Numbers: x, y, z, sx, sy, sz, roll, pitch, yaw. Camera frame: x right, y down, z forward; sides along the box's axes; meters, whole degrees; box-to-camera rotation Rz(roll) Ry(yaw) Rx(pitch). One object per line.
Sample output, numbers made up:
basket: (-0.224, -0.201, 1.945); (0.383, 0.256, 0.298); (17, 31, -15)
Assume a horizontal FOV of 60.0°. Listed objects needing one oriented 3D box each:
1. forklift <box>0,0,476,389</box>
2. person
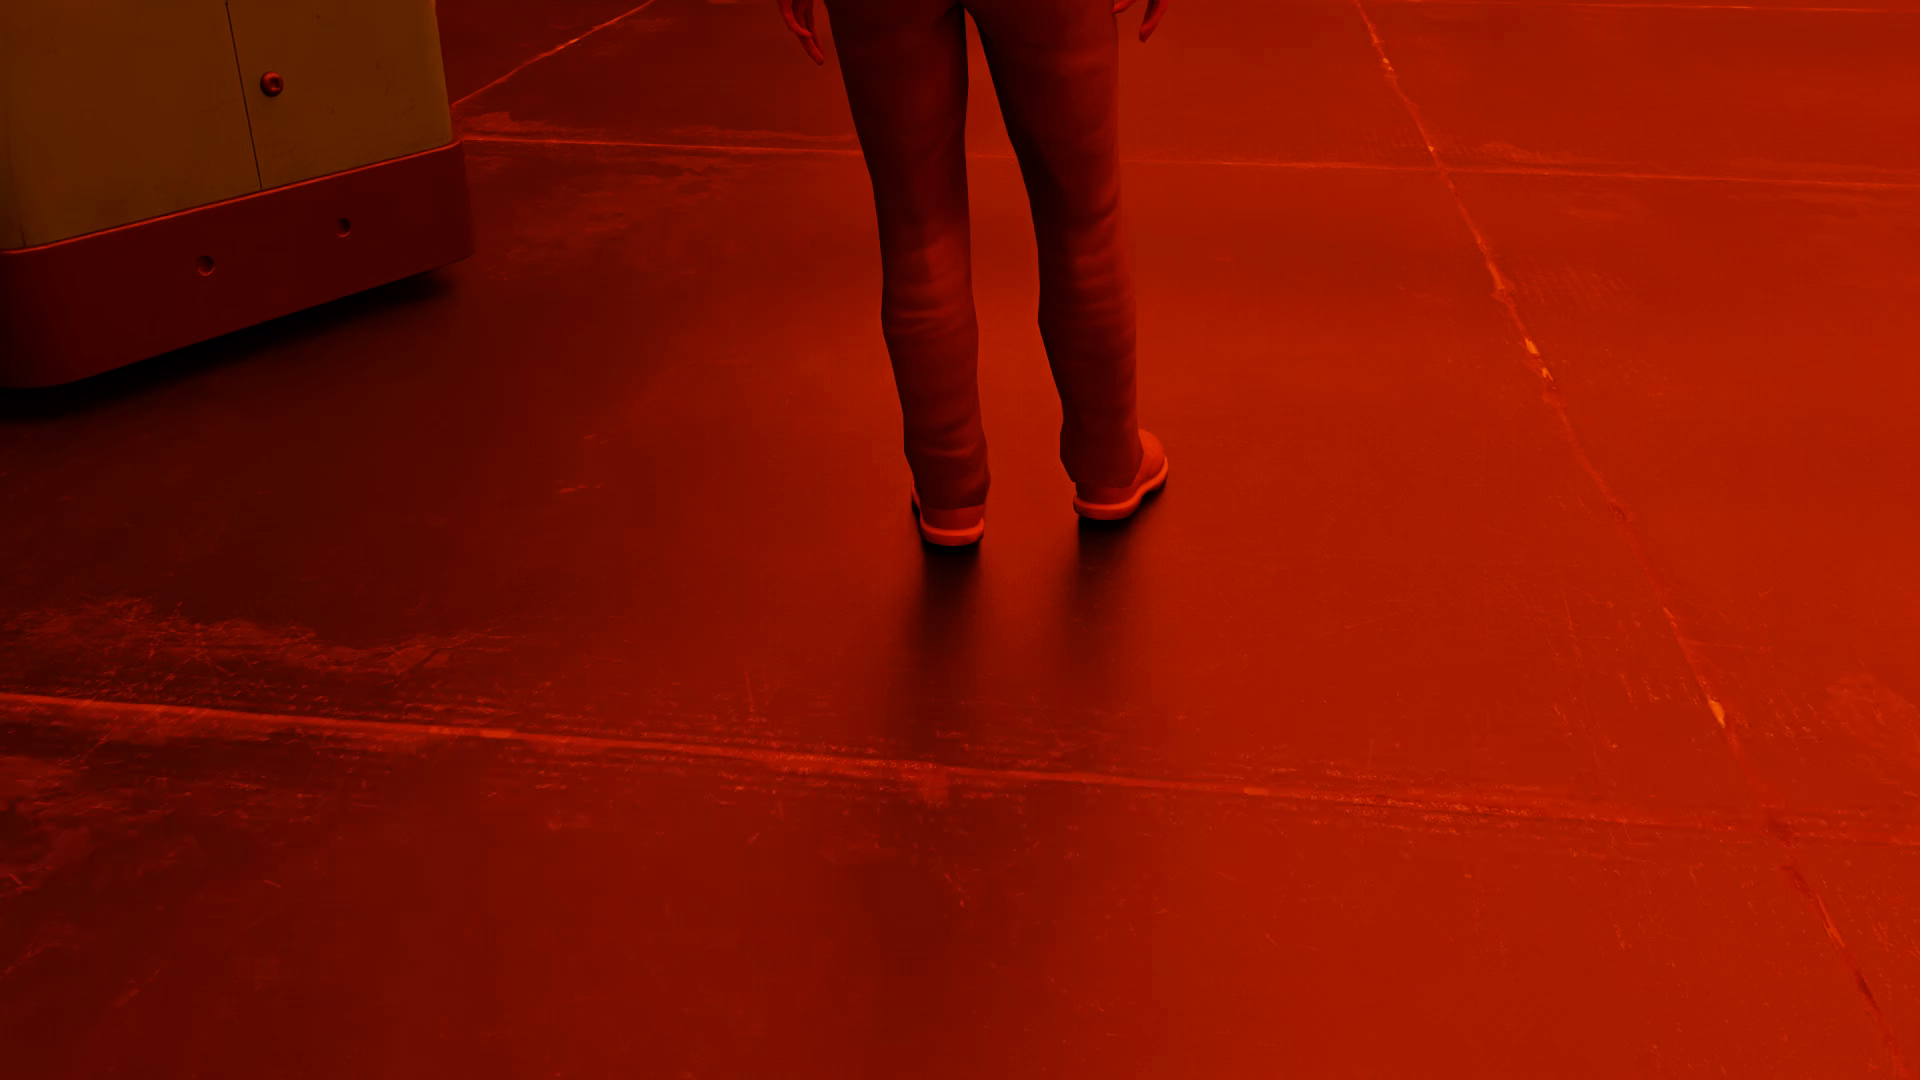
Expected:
forklift: (-2.551, -2.059, 3.345); (3.031, 2.935, 1.130); (17, 31, 30)
person: (0.032, -0.779, 2.205); (0.569, 1.643, 0.504); (3, 27, 7)
